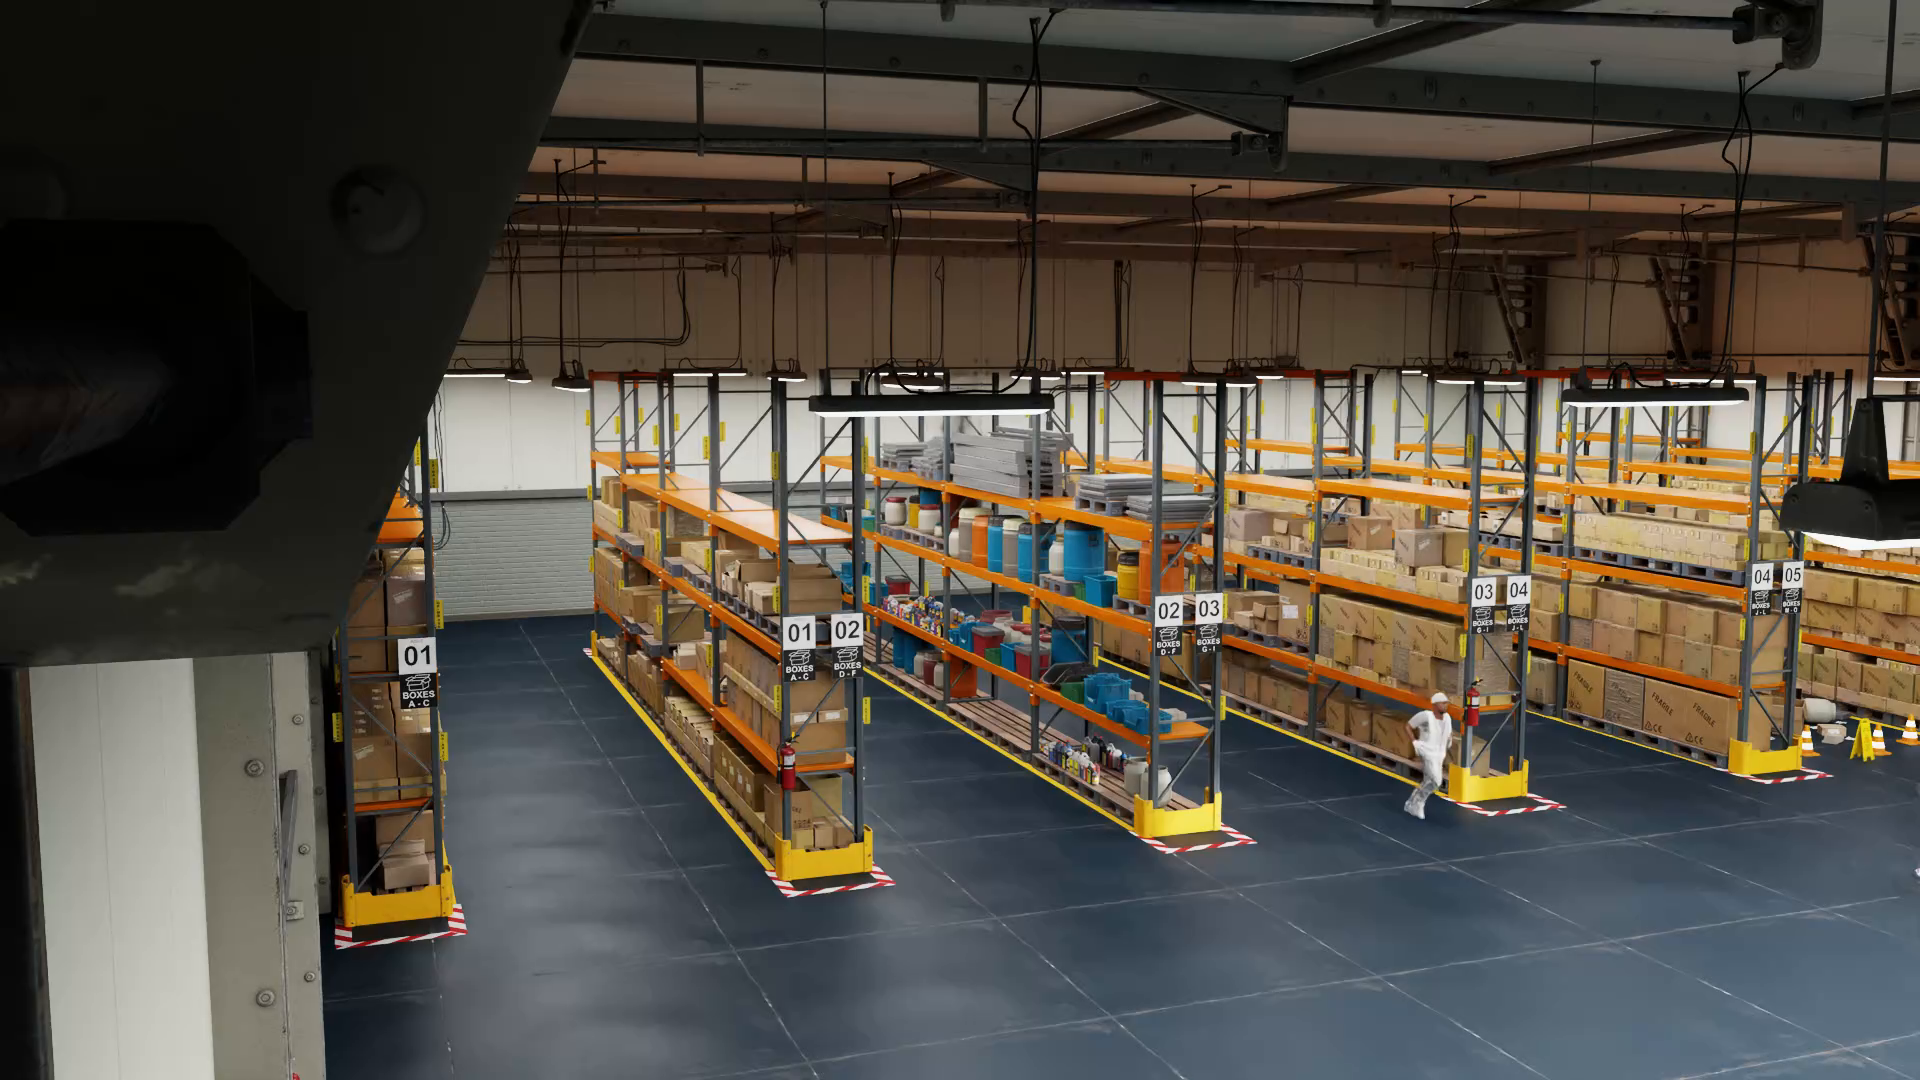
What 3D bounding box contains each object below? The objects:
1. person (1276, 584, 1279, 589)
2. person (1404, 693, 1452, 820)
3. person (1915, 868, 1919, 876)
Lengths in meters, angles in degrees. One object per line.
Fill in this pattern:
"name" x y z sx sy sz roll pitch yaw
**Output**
"person" 8.253 0.772 42.285 0.849 1.788 0.630 -2 7 -17
"person" 6.462 2.933 22.741 0.677 1.705 0.659 -4 7 -31
"person" 11.621 3.347 19.302 0.898 1.664 0.578 1 6 6
